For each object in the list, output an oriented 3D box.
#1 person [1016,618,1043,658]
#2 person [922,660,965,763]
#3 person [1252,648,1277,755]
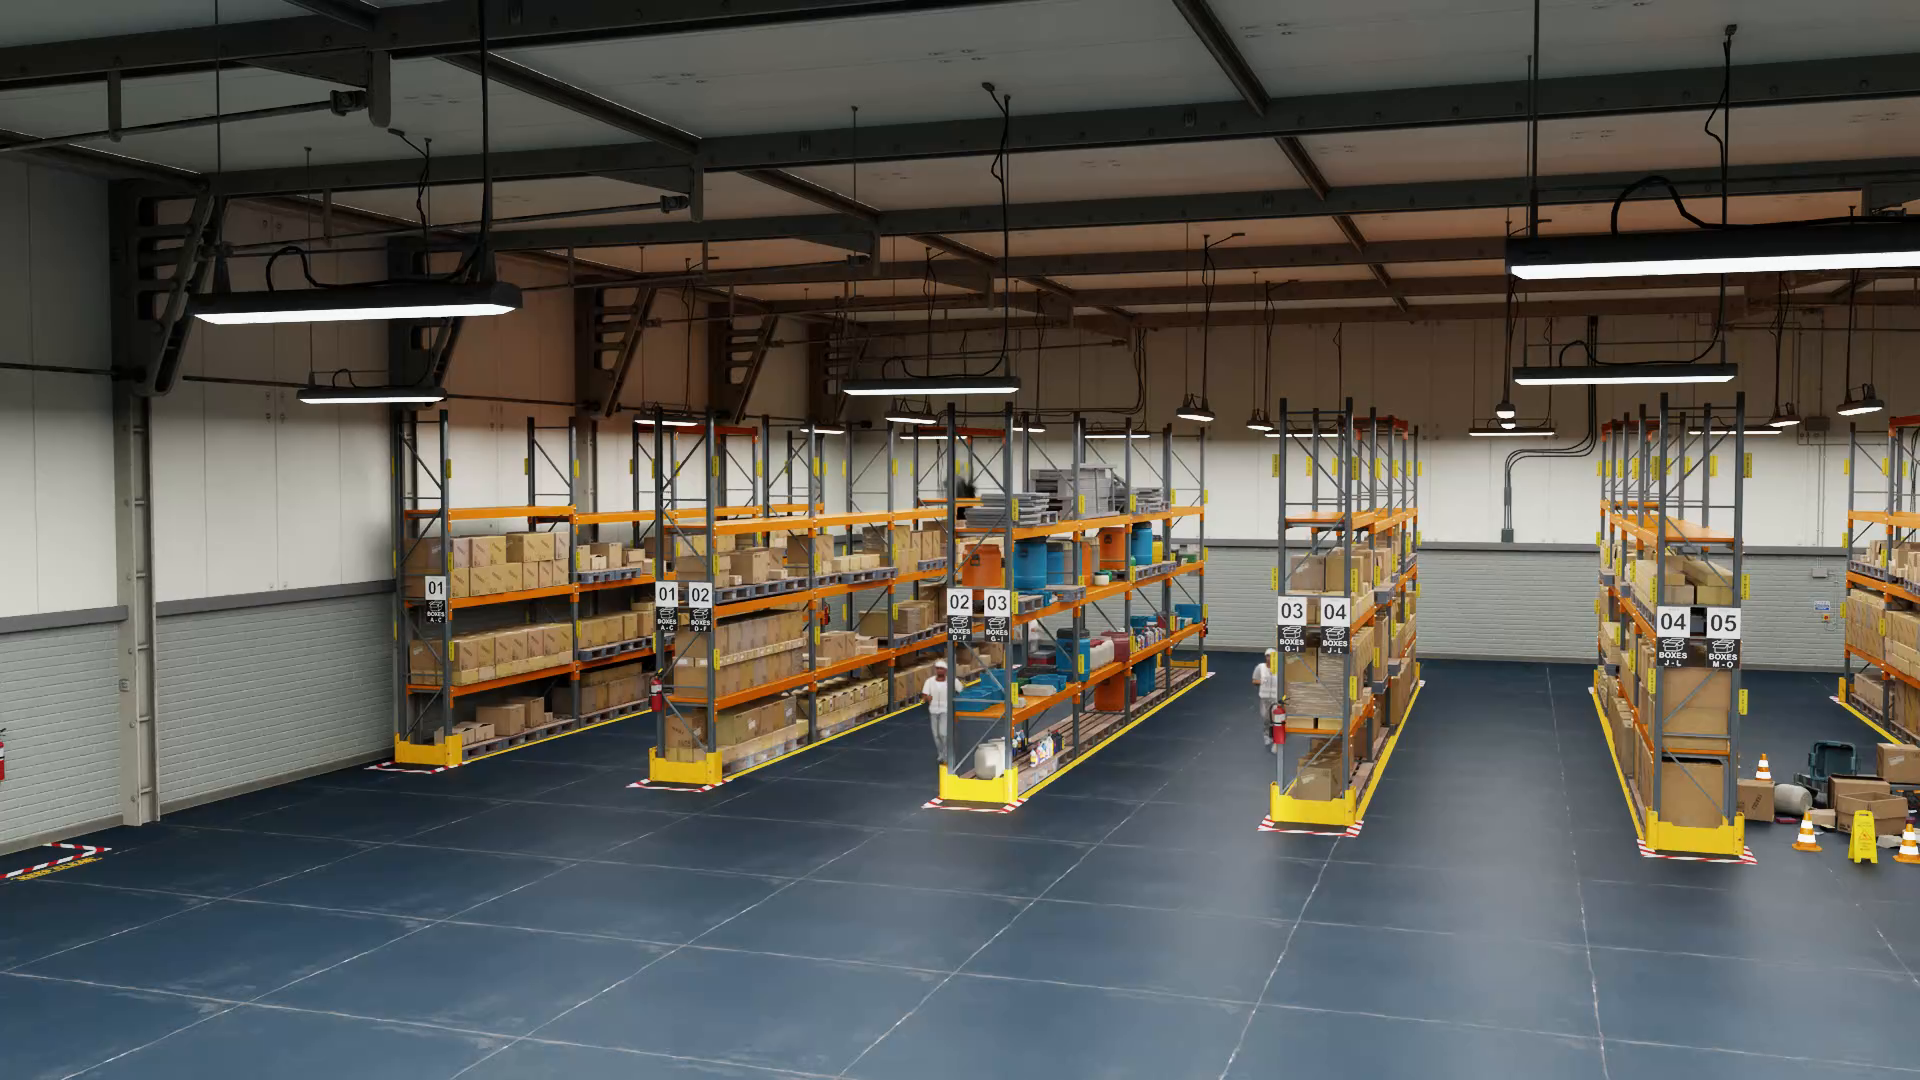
[{"bbox_3d":[1.555,2.258,37.456,0.636,1.797,0.654,0,2,4],"label":"person"},{"bbox_3d":[-0.318,2.918,28.060,0.672,1.777,0.703,1,3,17],"label":"person"},{"bbox_3d":[5.527,2.832,29.524,0.667,1.836,0.828,1,3,16],"label":"person"}]
